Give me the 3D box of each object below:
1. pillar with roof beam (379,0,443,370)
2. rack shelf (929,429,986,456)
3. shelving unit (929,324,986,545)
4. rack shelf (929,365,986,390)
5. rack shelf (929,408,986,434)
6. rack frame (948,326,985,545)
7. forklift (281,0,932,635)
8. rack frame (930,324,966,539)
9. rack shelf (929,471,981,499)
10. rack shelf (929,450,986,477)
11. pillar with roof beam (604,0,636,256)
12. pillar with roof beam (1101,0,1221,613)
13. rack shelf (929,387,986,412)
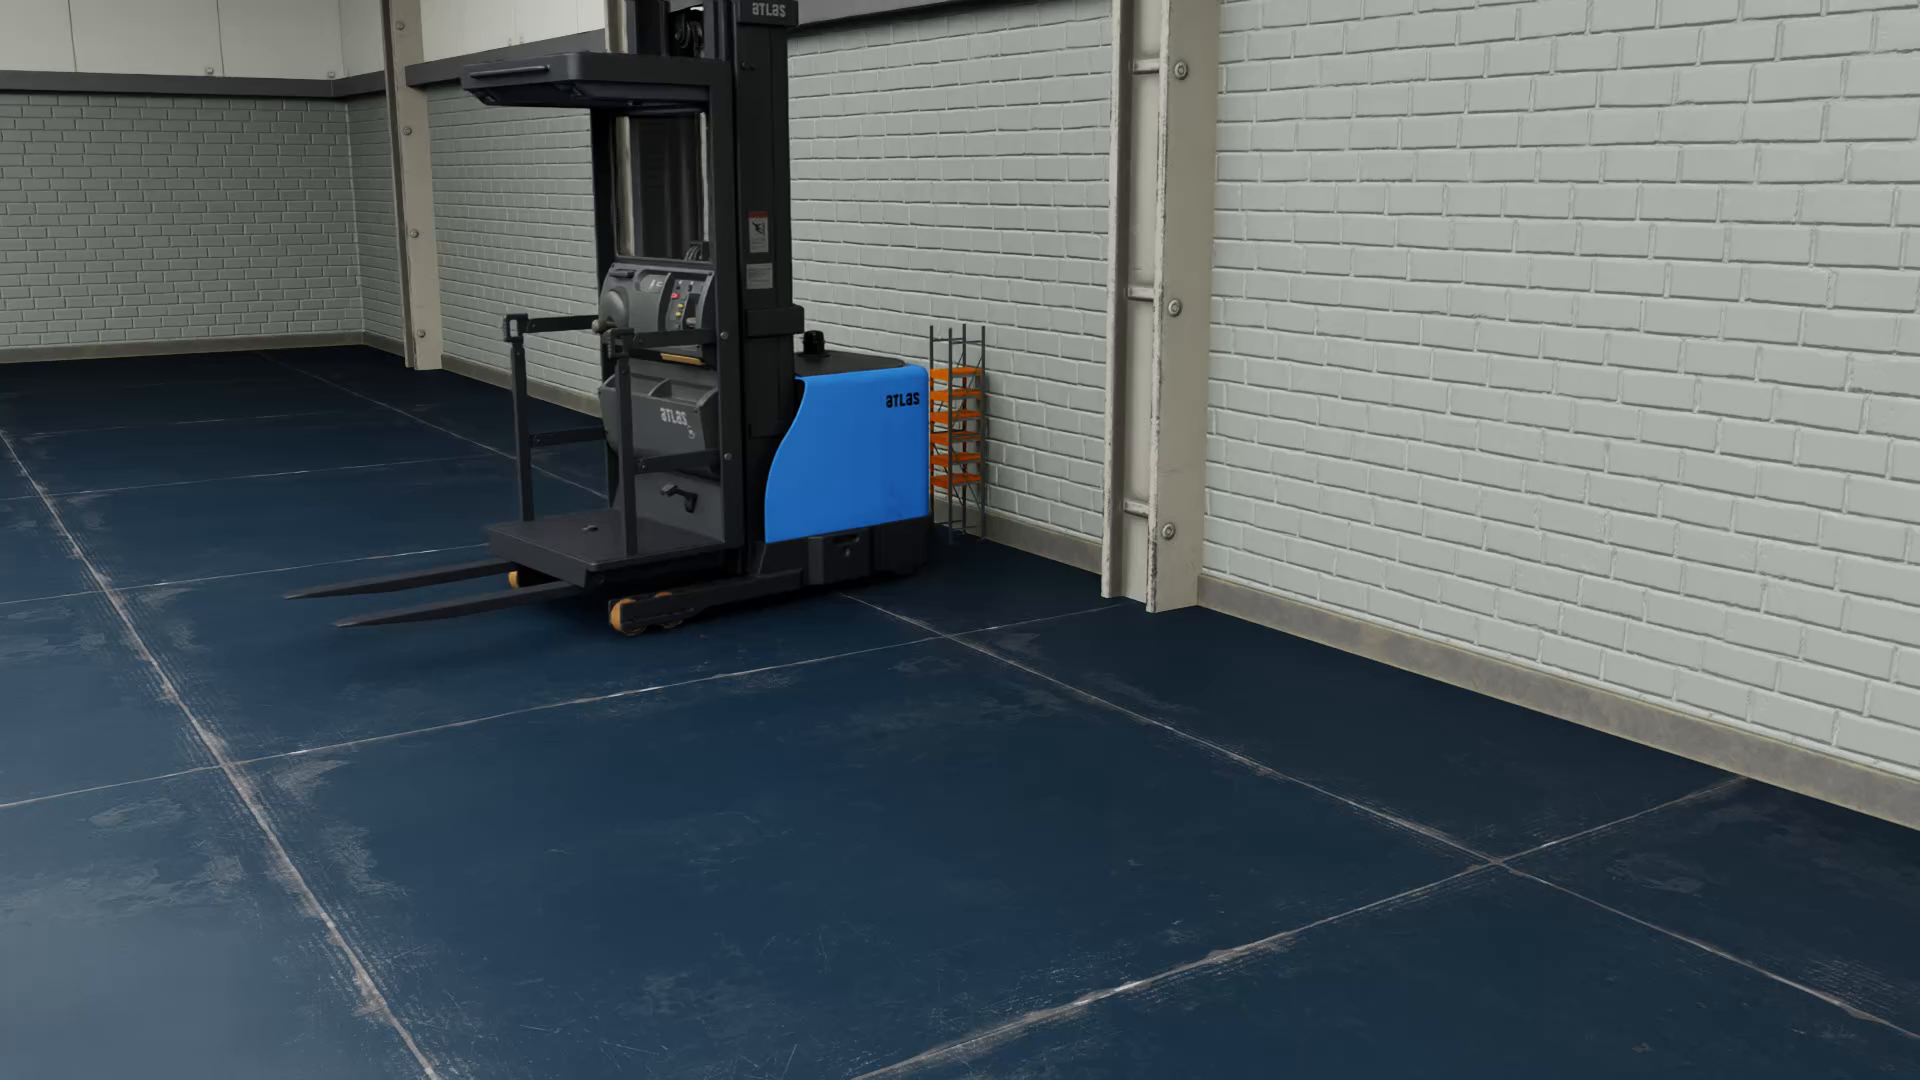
[{"bbox_3d":[-9.309,-5.732,14.511,9.100,9.000,0.400,-8,15,-33],"label":"pillar with roof beam"},{"bbox_3d":[-0.015,-0.544,9.248,0.258,0.103,0.180,-8,15,-34],"label":"rack shelf"},{"bbox_3d":[-0.015,-0.587,9.239,0.258,1.200,0.189,-8,15,-34],"label":"shelving unit"},{"bbox_3d":[-0.015,-0.896,9.171,0.258,0.103,0.180,-8,15,-34],"label":"rack shelf"},{"bbox_3d":[-0.015,-0.661,9.223,0.258,0.103,0.180,-8,15,-34],"label":"rack shelf"},{"bbox_3d":[0.038,-0.571,9.165,0.240,1.200,0.006,-8,15,-34],"label":"rack frame"},{"bbox_3d":[-1.587,-1.132,7.675,3.031,2.935,1.130,-10,16,-40],"label":"forklift"},{"bbox_3d":[-0.067,-0.603,9.312,0.240,1.200,0.006,-8,15,-34],"label":"rack frame"},{"bbox_3d":[-0.015,-0.309,9.299,0.258,0.103,0.180,-8,15,-34],"label":"rack shelf"},{"bbox_3d":[-0.015,-0.427,9.274,0.258,0.103,0.180,-8,15,-34],"label":"rack shelf"},{"bbox_3d":[-5.985,-4.665,9.631,9.100,9.000,0.400,-8,15,-33],"label":"pillar with roof beam"},{"bbox_3d":[-2.660,-3.598,4.752,9.100,9.000,0.400,-8,15,-33],"label":"pillar with roof beam"},{"bbox_3d":[-0.015,-0.778,9.197,0.258,0.103,0.180,-8,15,-34],"label":"rack shelf"}]
